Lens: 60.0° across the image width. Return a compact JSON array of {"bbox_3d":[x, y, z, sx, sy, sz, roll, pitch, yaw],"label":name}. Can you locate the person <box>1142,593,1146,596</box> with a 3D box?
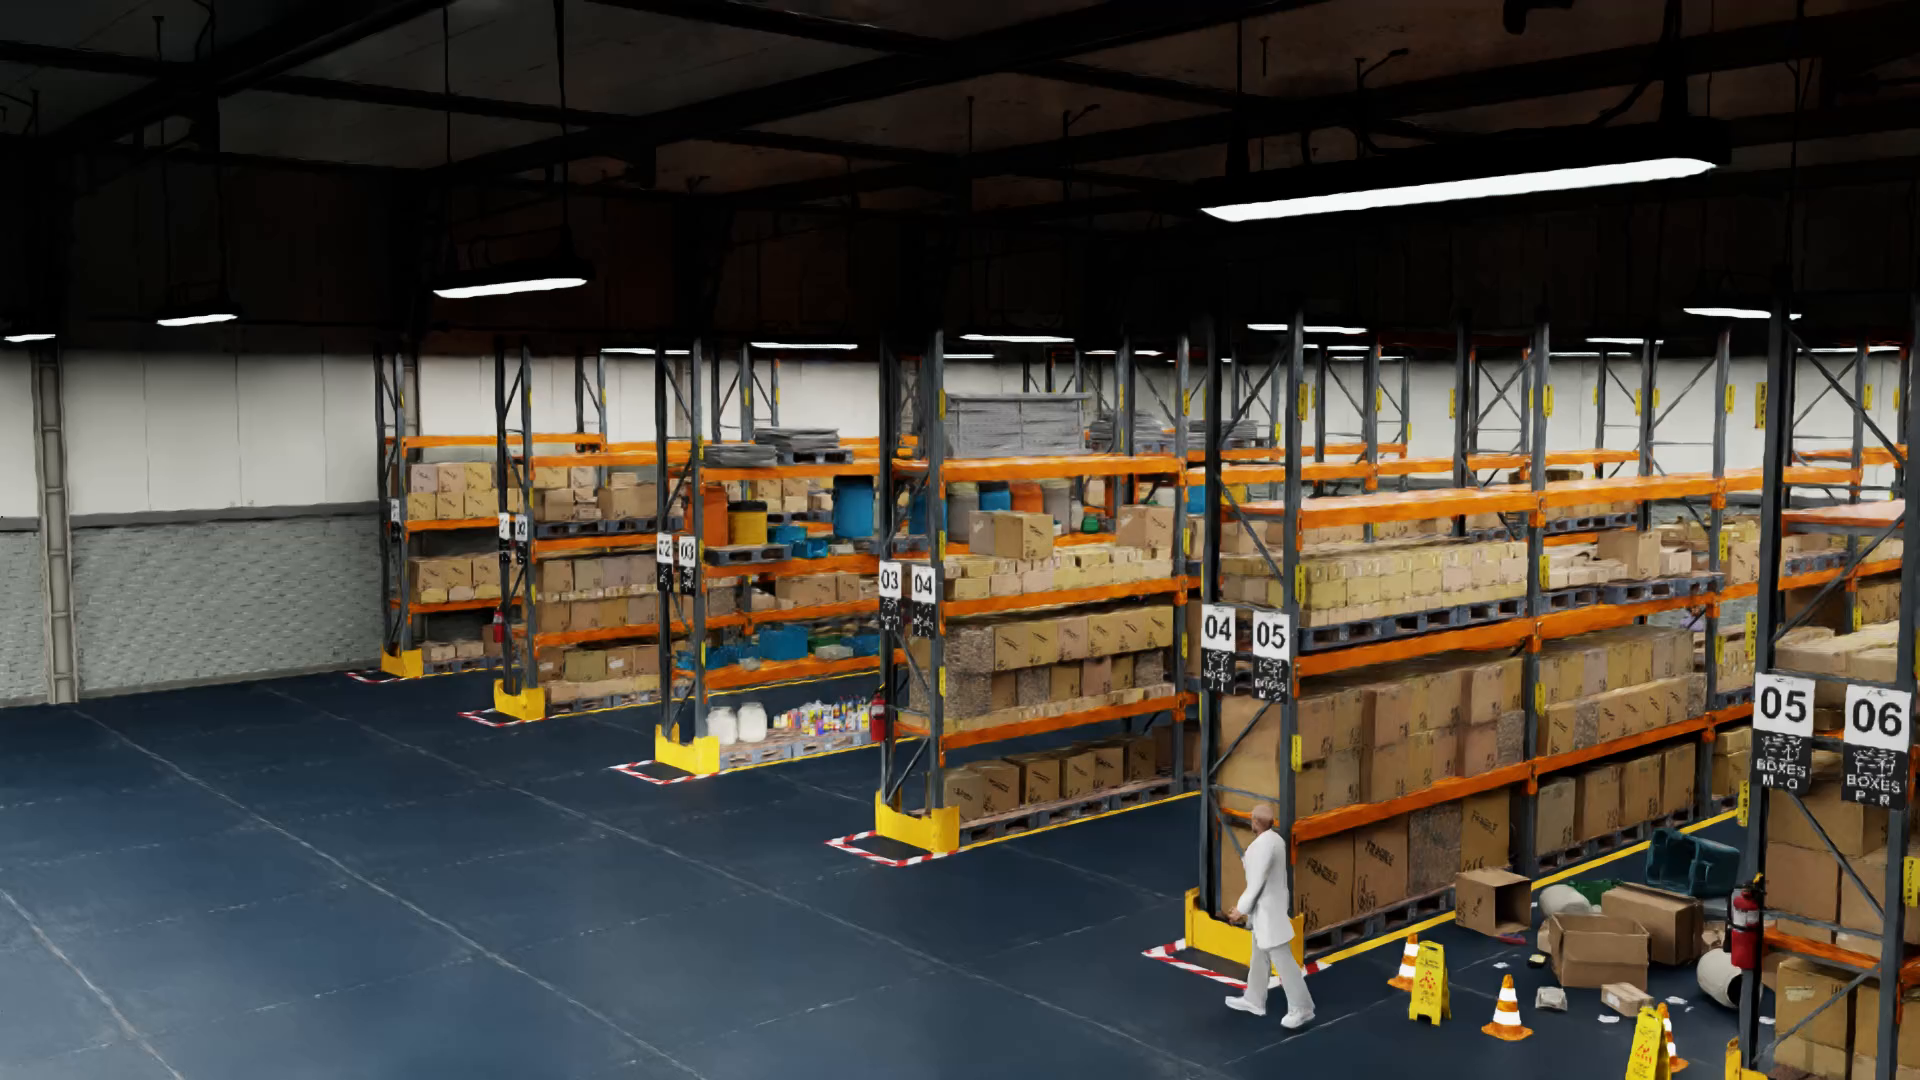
[{"bbox_3d":[4.410,0.810,38.052,0.490,1.767,0.624,3,6,29],"label":"person"}]

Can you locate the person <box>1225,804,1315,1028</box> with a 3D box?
[{"bbox_3d":[2.540,3.047,13.615,0.768,1.770,0.603,2,6,19],"label":"person"}]

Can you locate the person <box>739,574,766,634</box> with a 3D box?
[{"bbox_3d":[-3.904,1.483,31.179,0.525,1.677,0.454,-1,5,-10],"label":"person"}]

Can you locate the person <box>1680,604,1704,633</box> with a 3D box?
[{"bbox_3d":[12.133,1.827,27.662,0.605,1.646,0.510,-3,6,-30],"label":"person"}]
